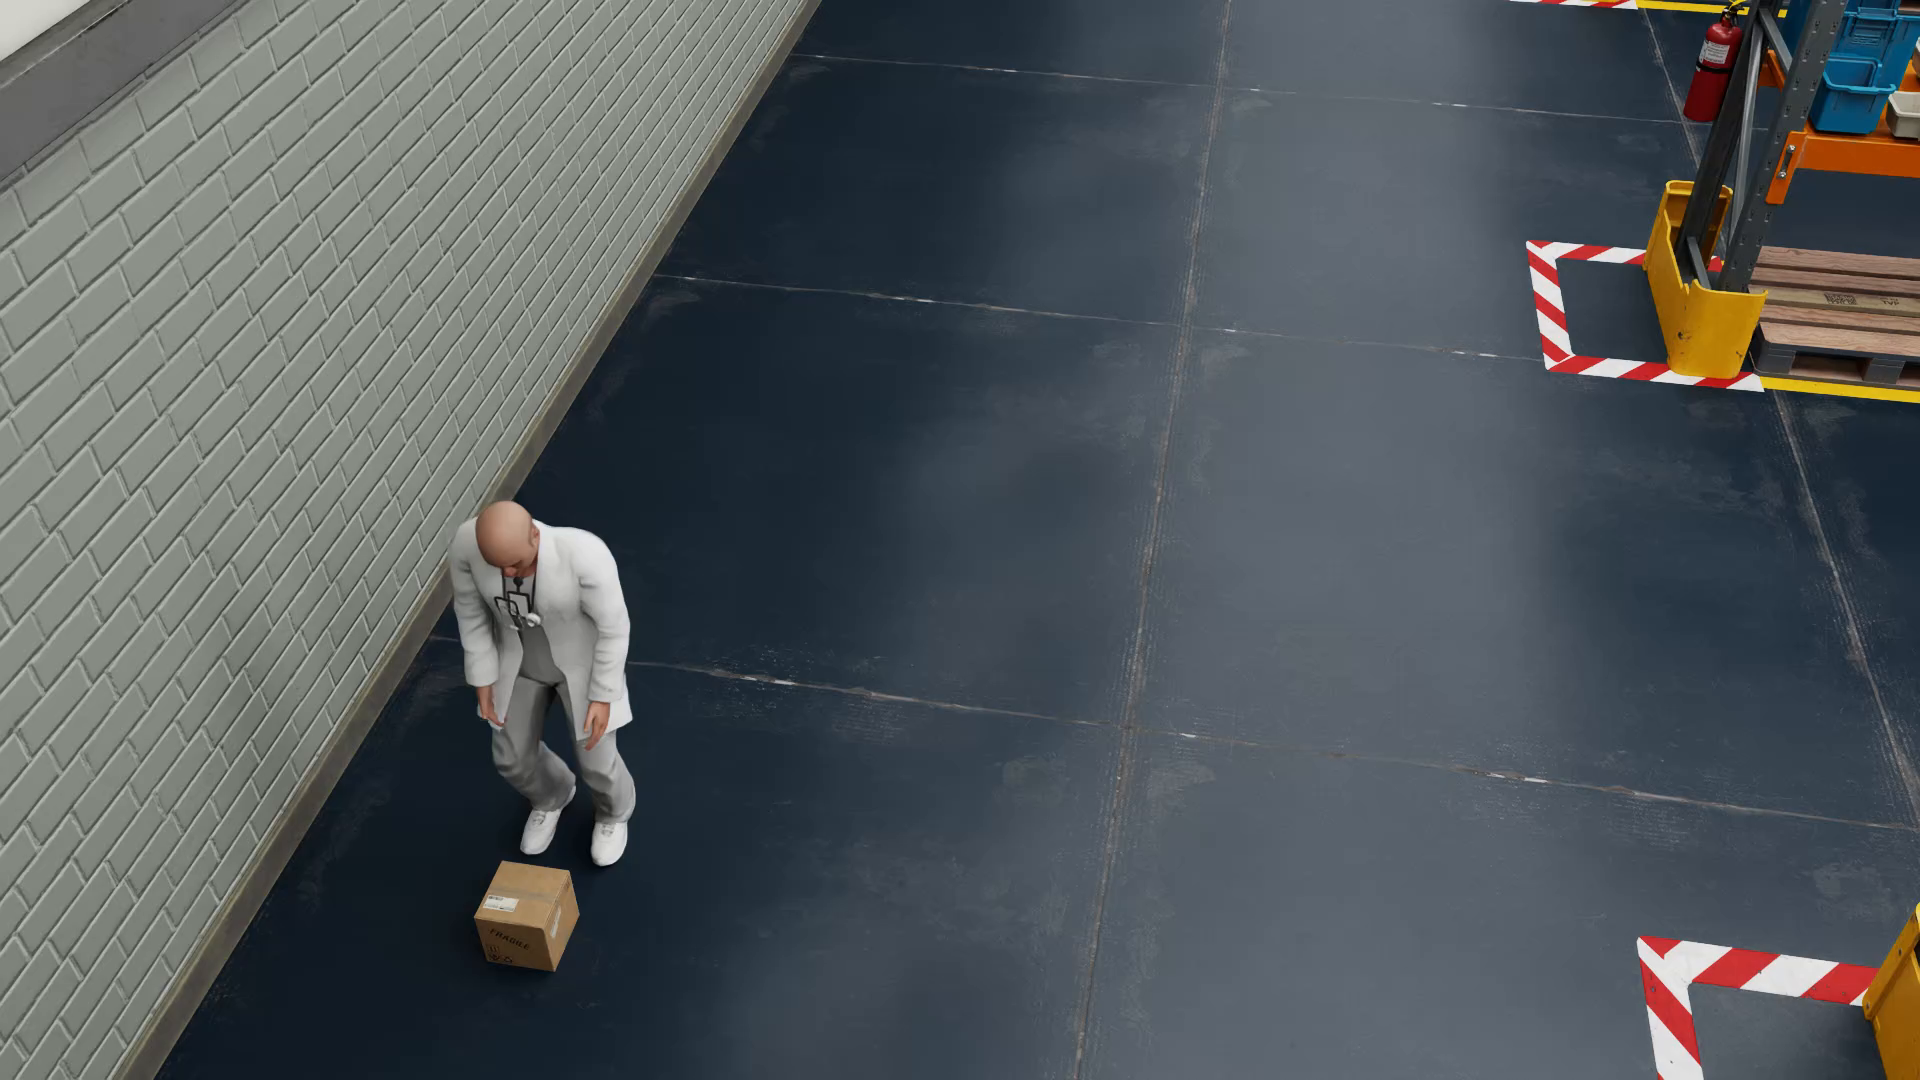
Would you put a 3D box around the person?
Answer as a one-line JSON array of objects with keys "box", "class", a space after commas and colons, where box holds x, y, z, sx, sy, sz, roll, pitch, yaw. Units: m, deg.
[{"box": [-1.390, 0.453, 5.720, 0.608, 1.672, 0.503, 7, 41, 9], "class": "person"}]
